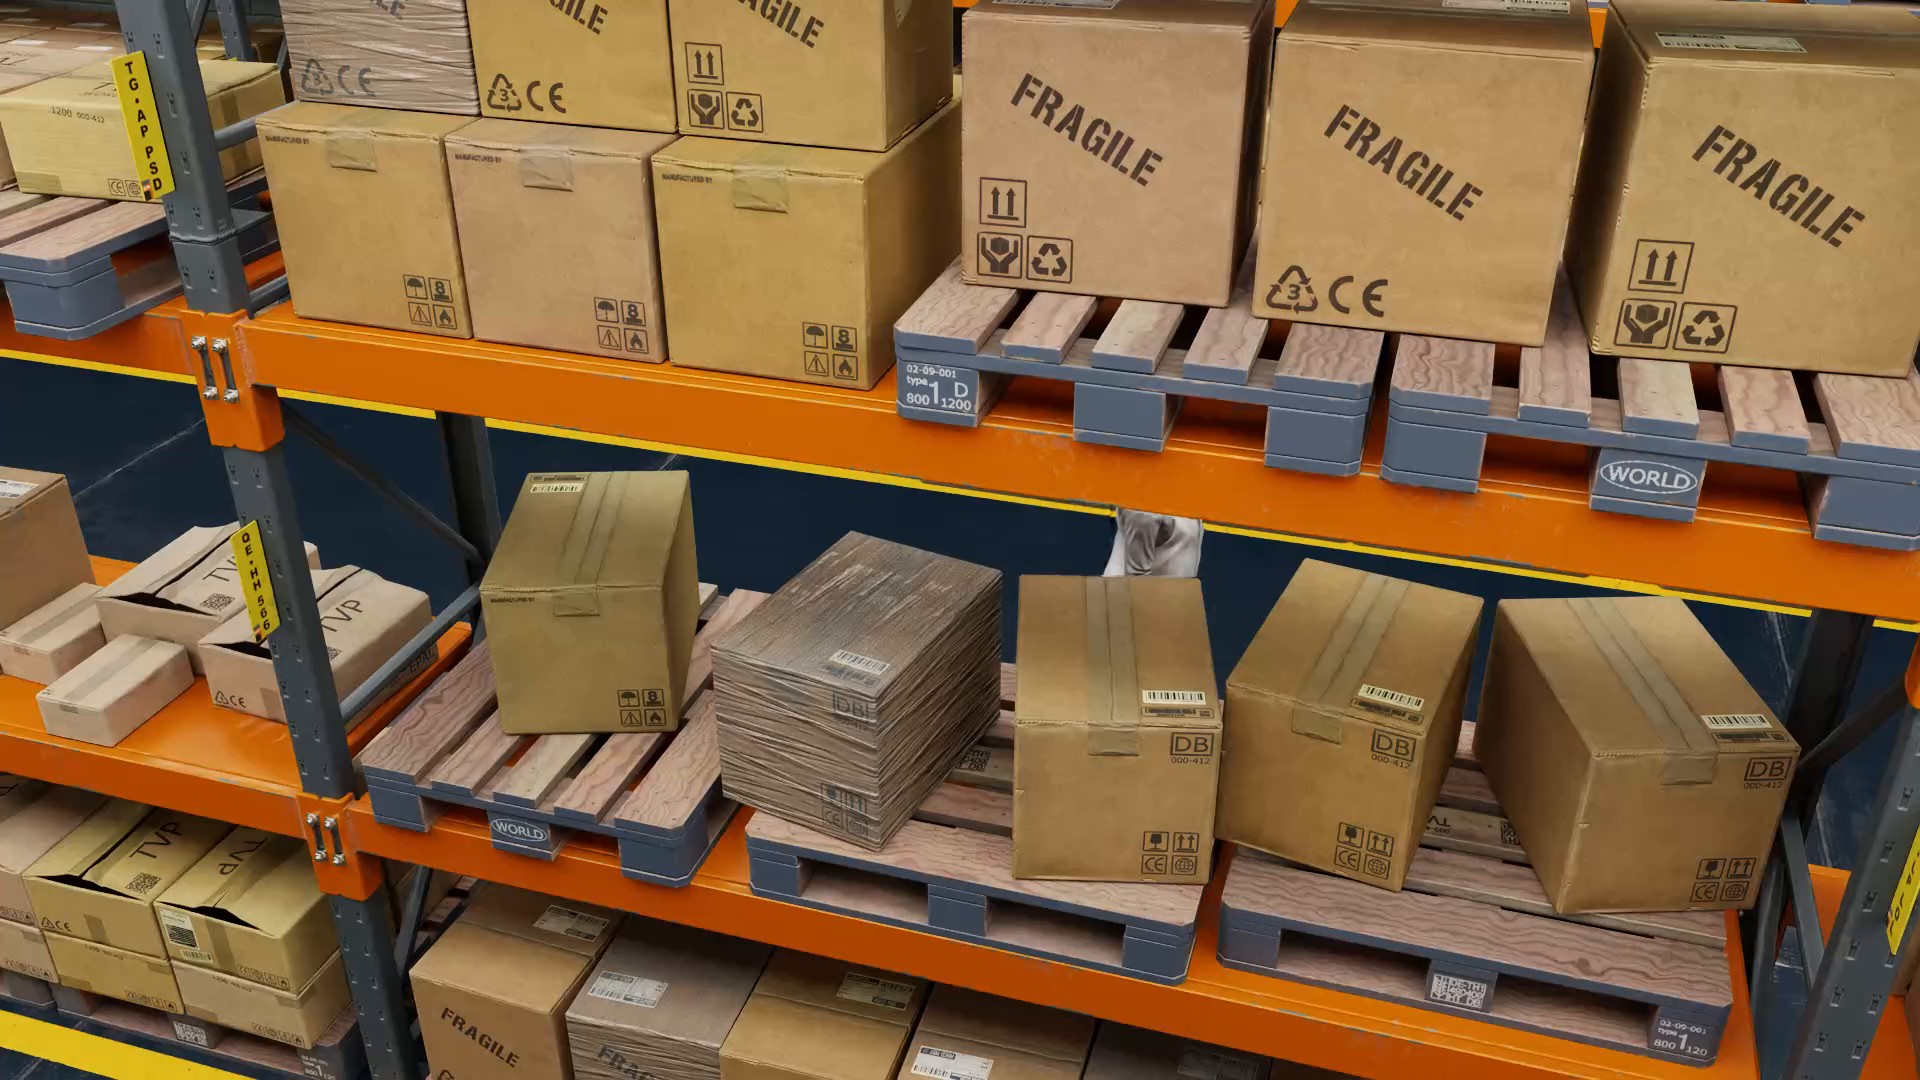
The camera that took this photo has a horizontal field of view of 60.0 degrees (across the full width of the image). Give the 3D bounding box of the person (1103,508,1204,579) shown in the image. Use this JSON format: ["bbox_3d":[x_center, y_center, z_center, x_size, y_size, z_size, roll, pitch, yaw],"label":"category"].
[{"bbox_3d":[0.826,0.205,6.709,0.860,1.731,0.647,11,31,19],"label":"person"}]
